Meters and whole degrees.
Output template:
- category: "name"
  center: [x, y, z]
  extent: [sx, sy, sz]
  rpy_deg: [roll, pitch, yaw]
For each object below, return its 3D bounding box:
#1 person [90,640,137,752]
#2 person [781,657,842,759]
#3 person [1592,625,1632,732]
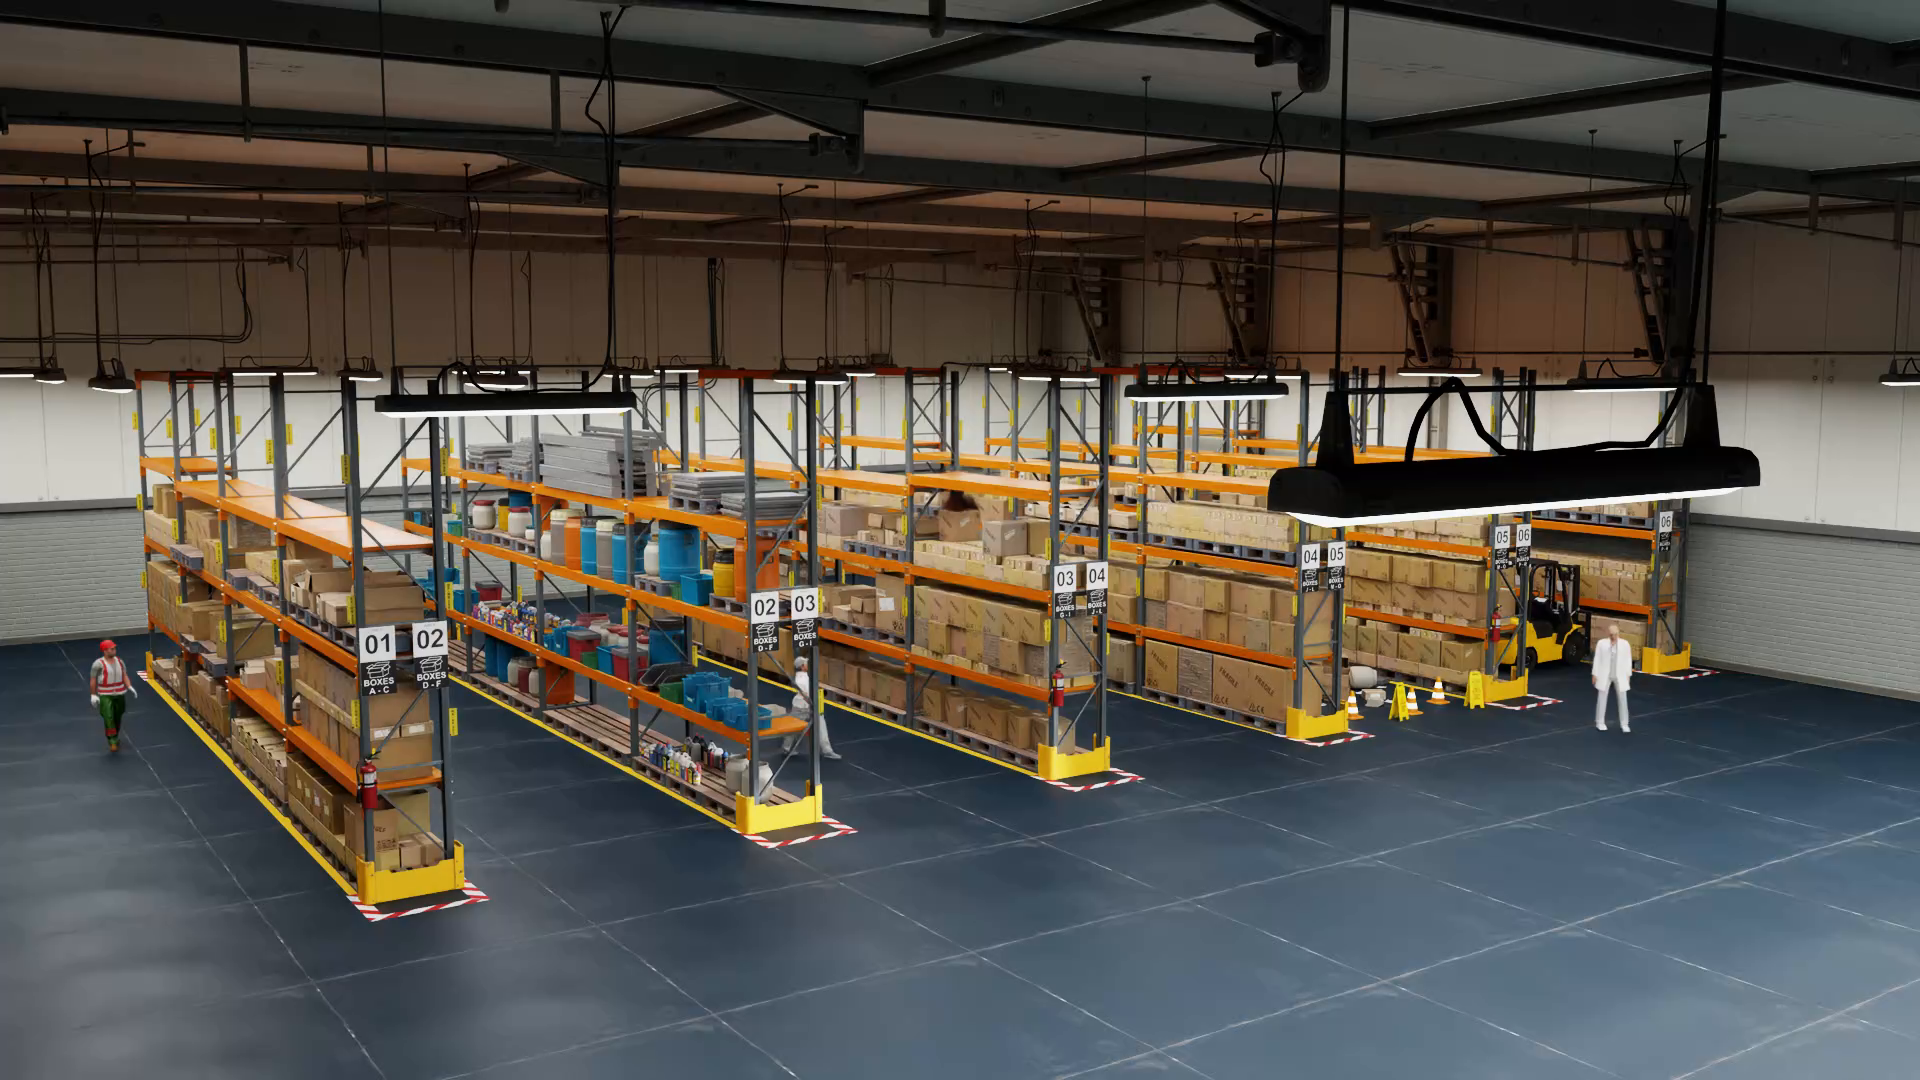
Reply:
- category: "person"
  center: [-13.470, 2.456, 26.474]
  extent: [0.651, 1.730, 1.054]
  rpy_deg: [-5, 8, -36]
- category: "person"
  center: [-2.356, 2.604, 25.910]
  extent: [1.010, 1.593, 0.493]
  rpy_deg: [4, 8, 34]
- category: "person"
  center: [10.918, 2.303, 27.844]
  extent: [0.638, 1.777, 0.420]
  rpy_deg: [2, 7, 19]
